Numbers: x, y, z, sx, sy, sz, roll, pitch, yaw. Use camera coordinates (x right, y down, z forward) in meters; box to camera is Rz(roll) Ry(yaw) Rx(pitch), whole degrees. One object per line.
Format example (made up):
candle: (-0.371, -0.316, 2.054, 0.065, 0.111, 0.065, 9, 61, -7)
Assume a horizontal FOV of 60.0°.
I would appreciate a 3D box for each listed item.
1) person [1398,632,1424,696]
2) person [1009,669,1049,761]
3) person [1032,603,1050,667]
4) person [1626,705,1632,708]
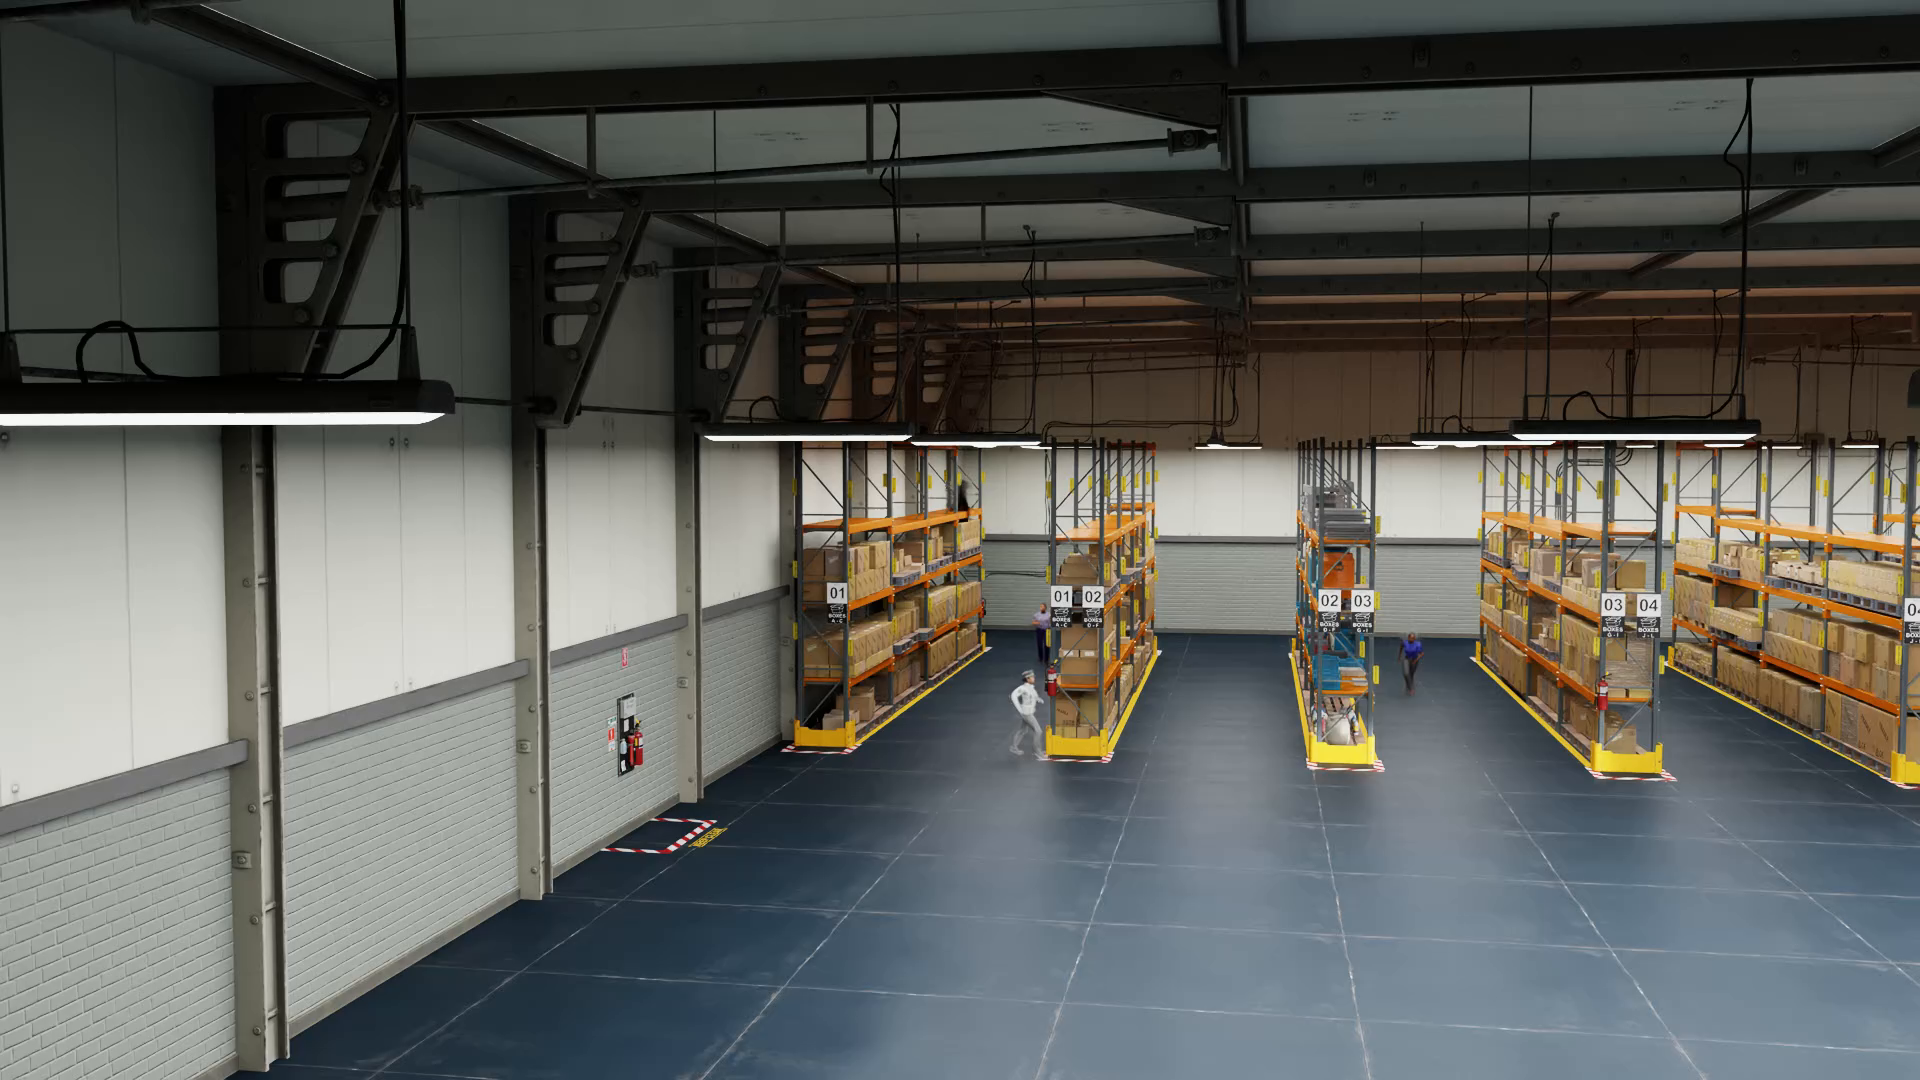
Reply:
person: (10.663, 2.877, 39.329, 0.585, 1.503, 0.981, 1, 3, 15)
person: (1.229, 3.252, 30.807, 0.779, 1.726, 0.676, 1, 3, 16)
person: (2.240, 2.537, 44.704, 0.595, 1.705, 0.837, 0, 3, 5)
person: (15.064, 2.983, 37.389, 0.578, 1.491, 1.060, 1, 3, 15)
